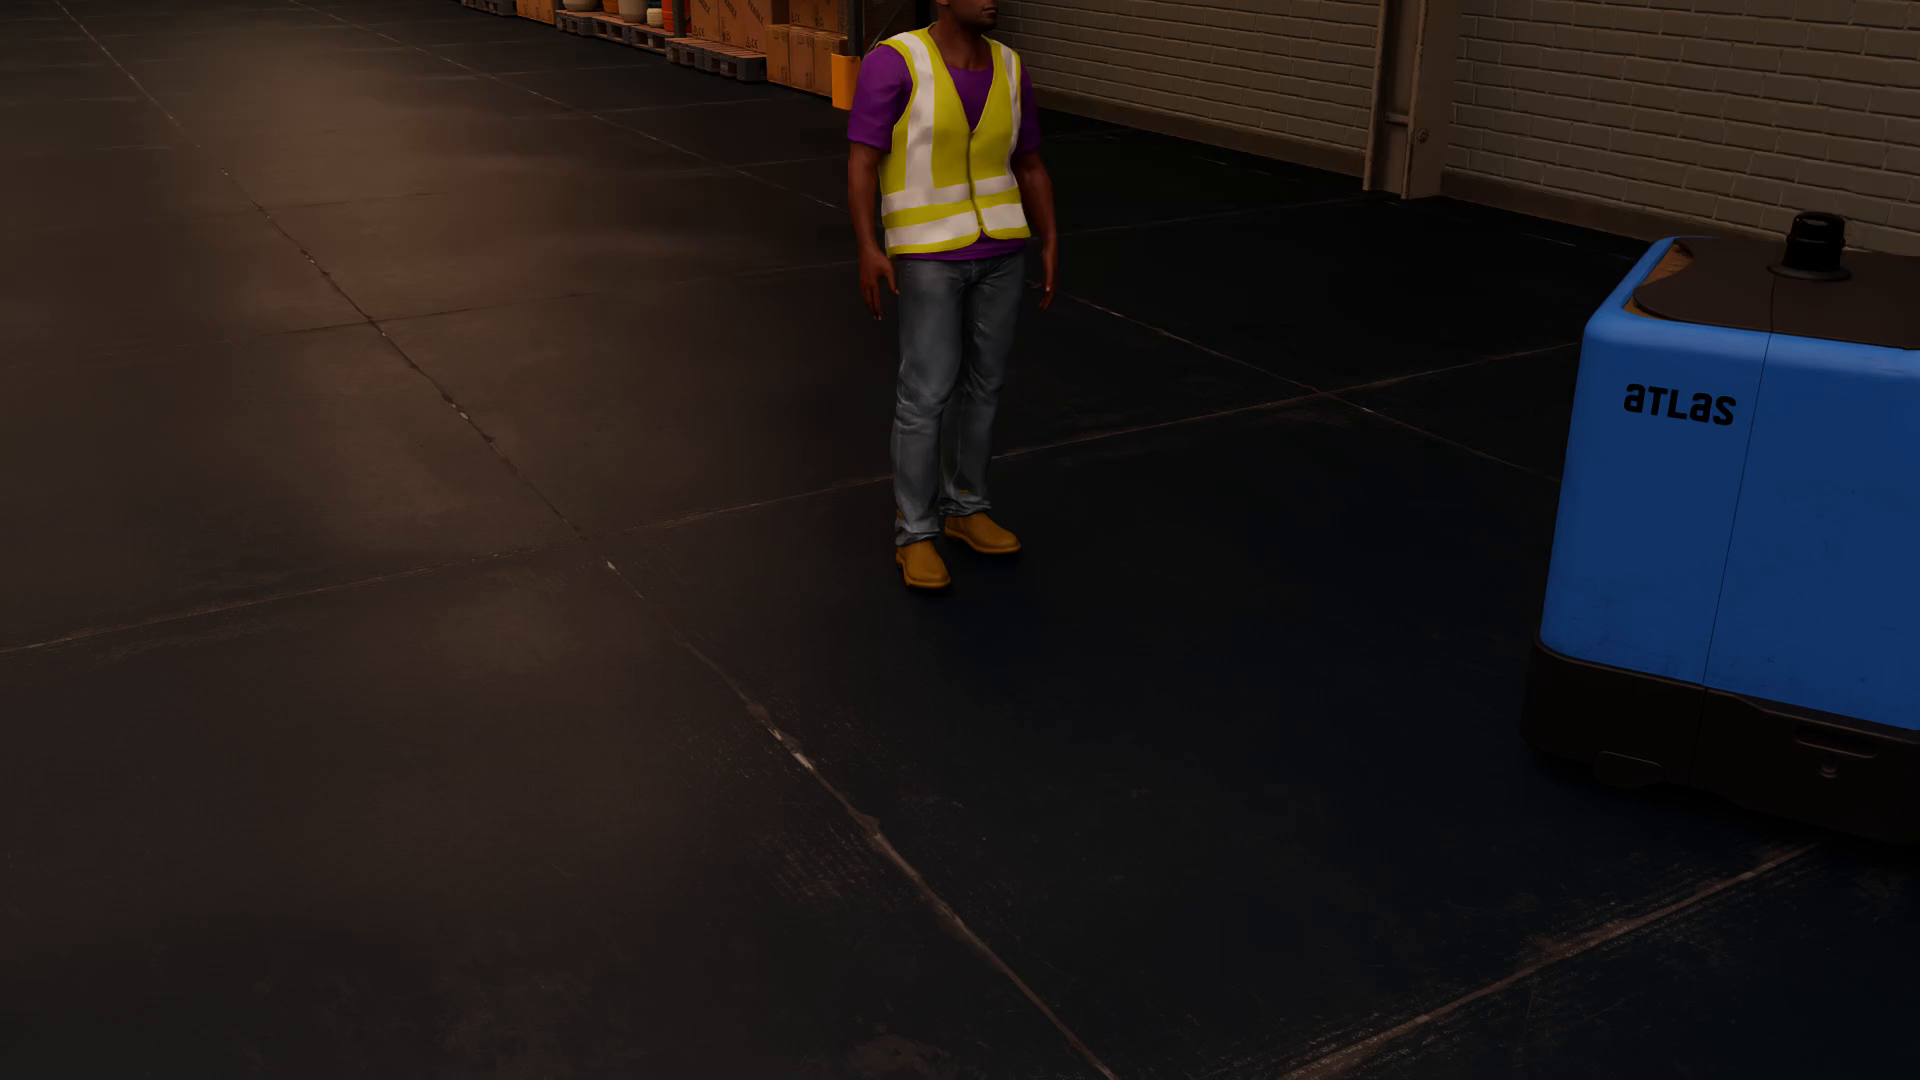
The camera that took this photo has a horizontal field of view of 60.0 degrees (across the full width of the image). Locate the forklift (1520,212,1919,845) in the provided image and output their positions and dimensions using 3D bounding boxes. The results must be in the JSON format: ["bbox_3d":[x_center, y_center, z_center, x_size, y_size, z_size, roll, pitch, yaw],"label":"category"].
[{"bbox_3d":[2.834,-0.709,3.002,3.031,2.935,1.130,12,25,27],"label":"forklift"}]

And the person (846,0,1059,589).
[{"bbox_3d":[0.029,-0.800,4.738,0.666,1.765,0.577,-12,25,-28],"label":"person"}]
